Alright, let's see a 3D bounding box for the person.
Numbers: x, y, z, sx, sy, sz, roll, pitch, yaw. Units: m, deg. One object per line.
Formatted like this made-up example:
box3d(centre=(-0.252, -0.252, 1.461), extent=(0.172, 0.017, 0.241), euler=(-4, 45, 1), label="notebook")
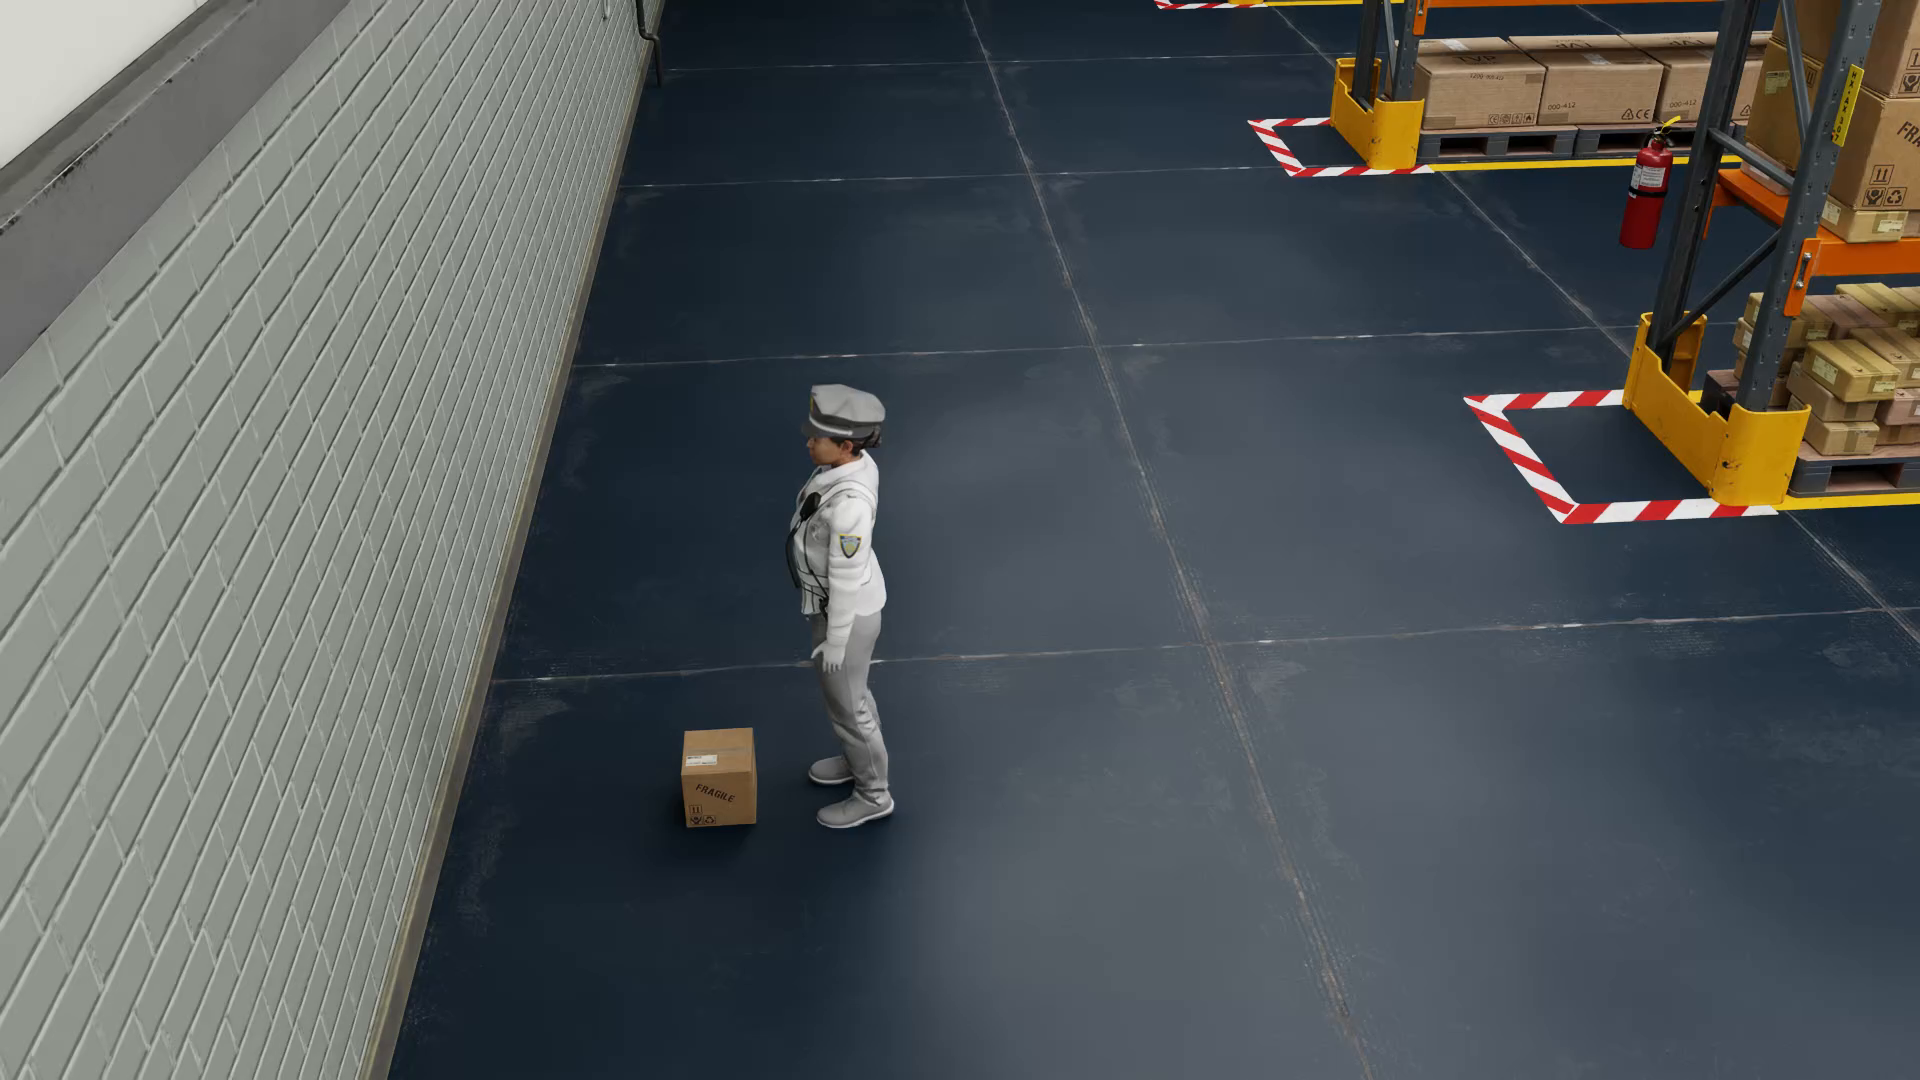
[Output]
box3d(centre=(-0.411, 0.246, 5.728), extent=(0.341, 1.692, 0.466), euler=(-2, 31, -3), label="person")
